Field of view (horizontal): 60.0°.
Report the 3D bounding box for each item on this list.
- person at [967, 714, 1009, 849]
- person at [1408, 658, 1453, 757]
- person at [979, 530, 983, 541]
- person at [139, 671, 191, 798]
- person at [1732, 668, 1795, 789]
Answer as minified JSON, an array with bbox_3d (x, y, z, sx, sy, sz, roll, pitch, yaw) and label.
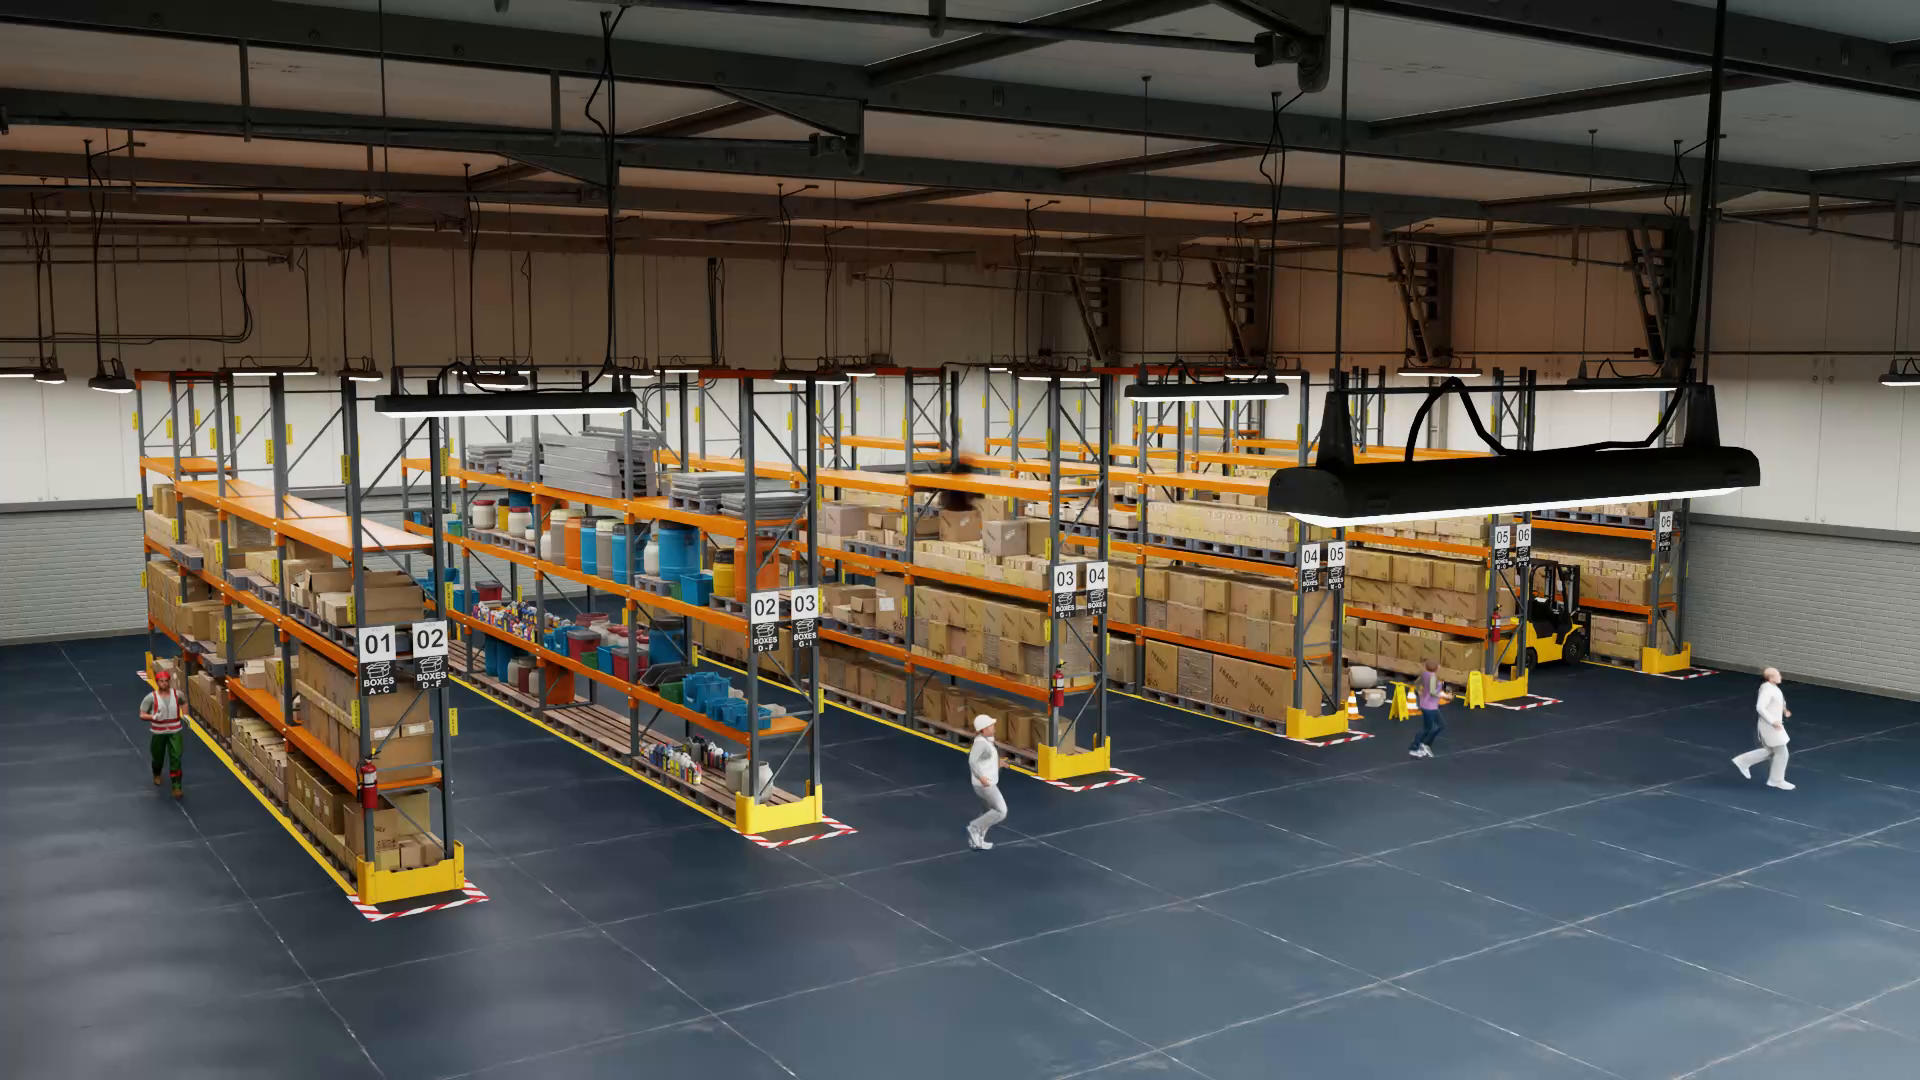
[{"bbox_3d":[0.358,3.080,21.169,0.542,1.743,0.703,0,6,1],"label":"person"},{"bbox_3d":[7.339,2.628,25.909,0.652,1.598,0.530,1,7,11],"label":"person"},{"bbox_3d":[0.622,0.496,44.786,0.597,1.617,0.590,-2,7,-15],"label":"person"},{"bbox_3d":[-11.336,2.746,23.745,0.668,1.765,0.974,-4,8,-34],"label":"person"},{"bbox_3d":[11.754,2.733,24.255,0.858,1.775,0.704,2,7,18],"label":"person"}]
